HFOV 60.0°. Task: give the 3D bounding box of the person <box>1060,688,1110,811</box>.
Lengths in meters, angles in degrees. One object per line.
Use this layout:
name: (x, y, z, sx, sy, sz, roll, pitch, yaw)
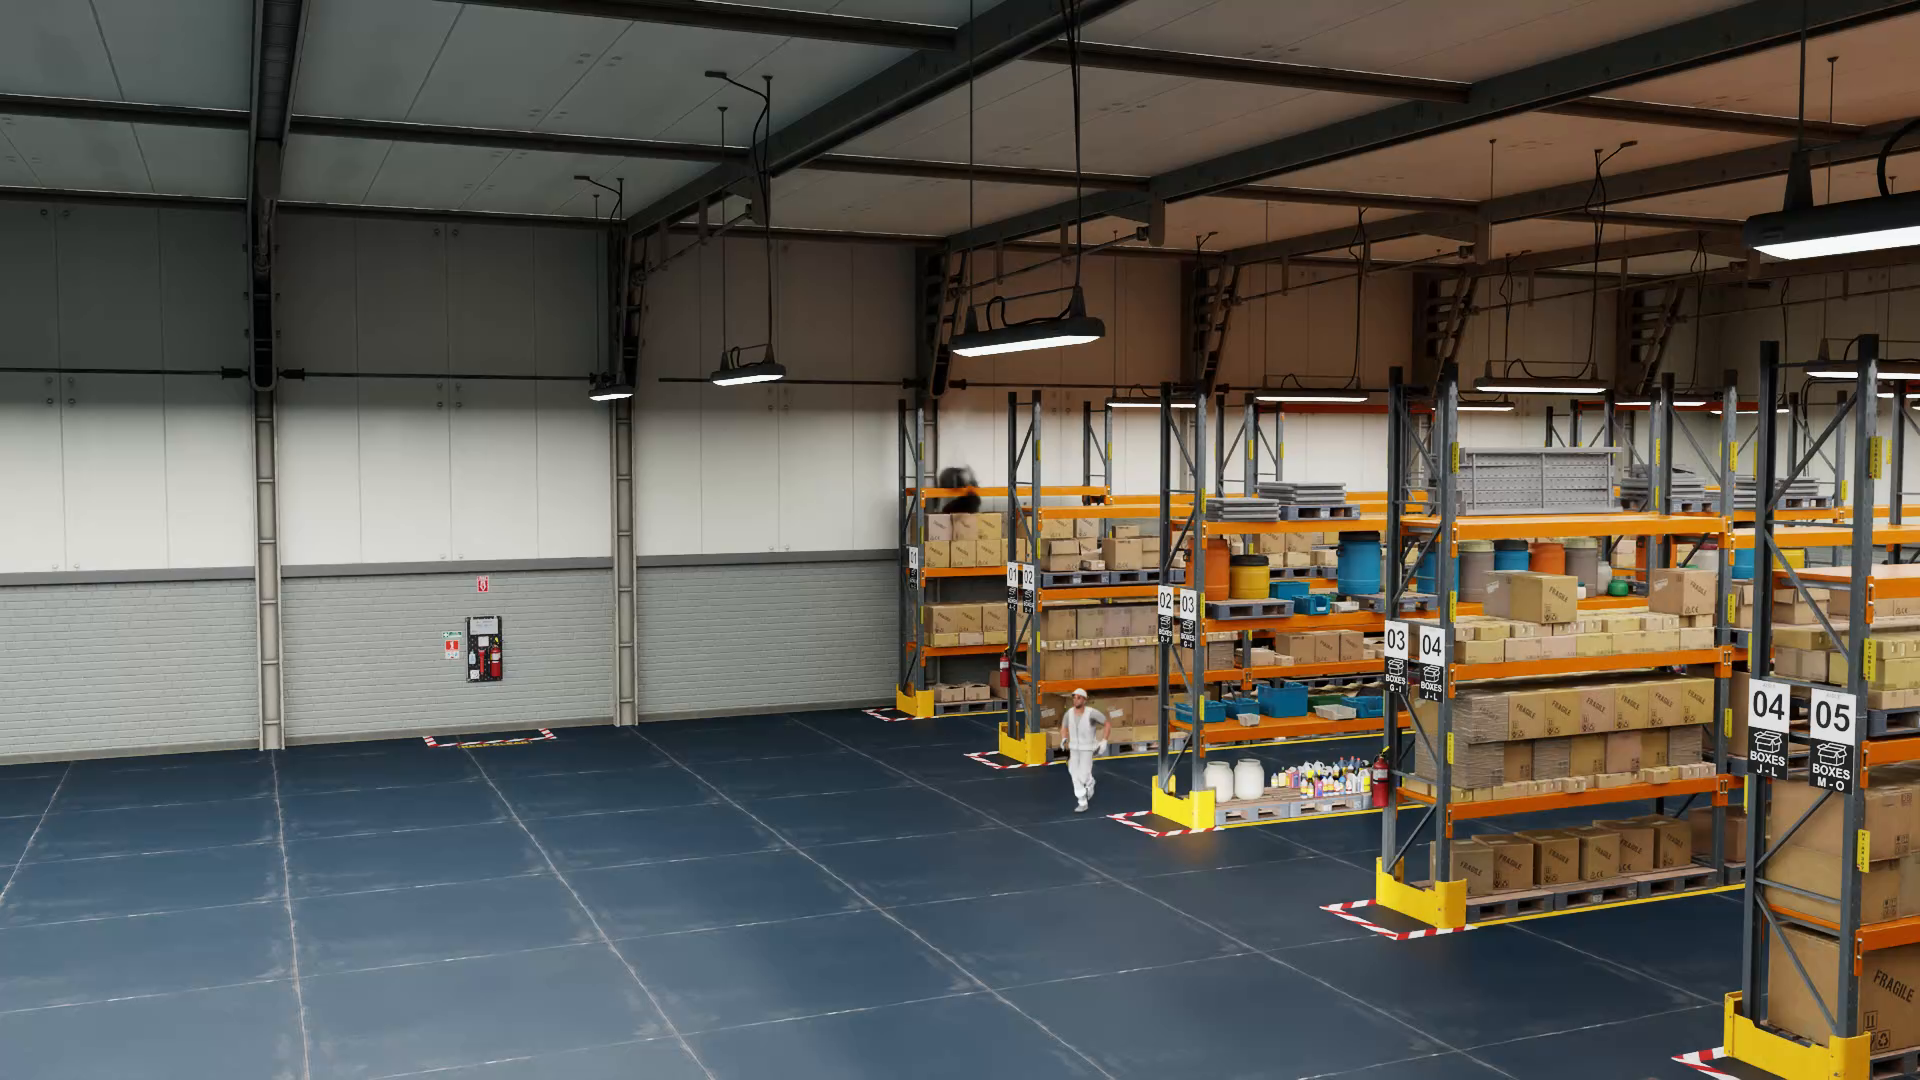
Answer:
person: (1.700, 2.941, 23.182, 0.690, 1.746, 0.654, 2, 4, 29)
